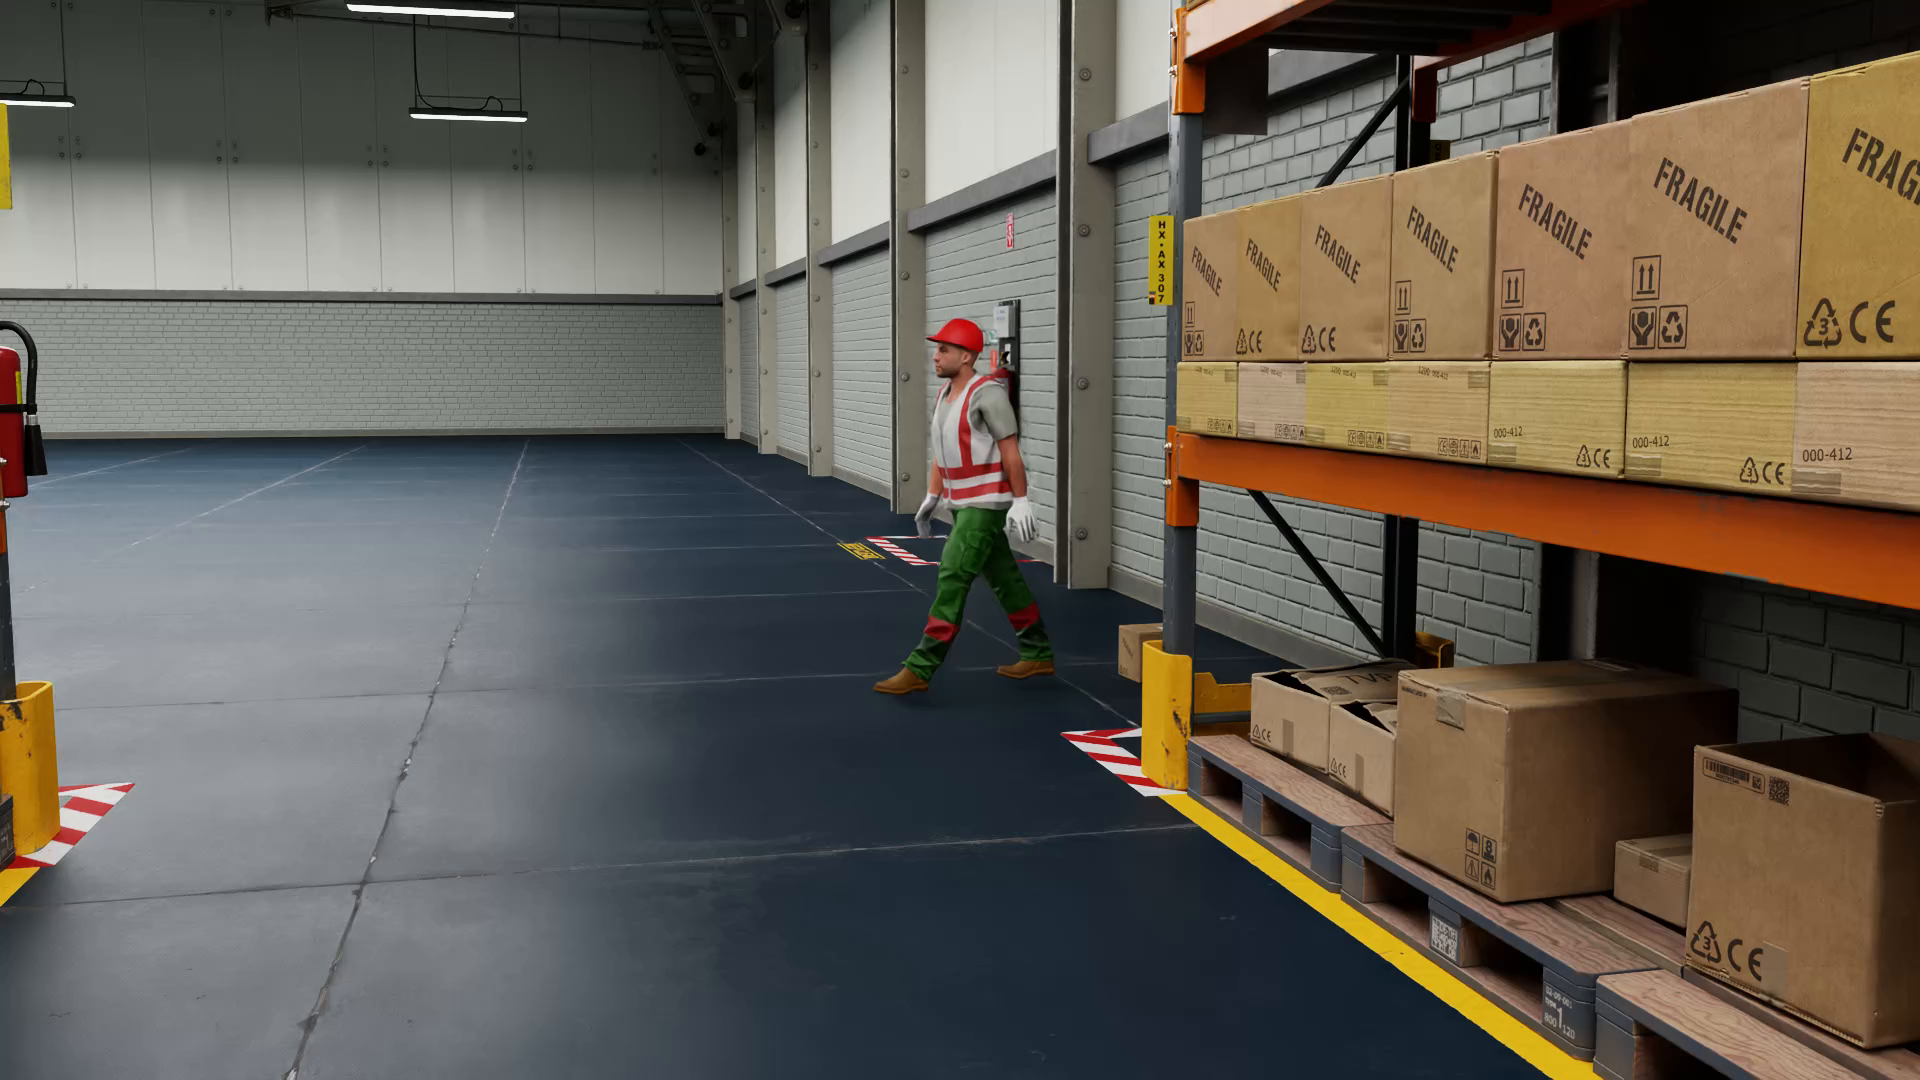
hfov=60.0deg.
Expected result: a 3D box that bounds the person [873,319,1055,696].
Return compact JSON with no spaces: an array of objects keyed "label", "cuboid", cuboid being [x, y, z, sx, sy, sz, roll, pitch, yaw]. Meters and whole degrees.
[{"label":"person","cuboid":[0.007,-0.174,7.831,0.989,1.723,0.579,-3,7,-22]}]
